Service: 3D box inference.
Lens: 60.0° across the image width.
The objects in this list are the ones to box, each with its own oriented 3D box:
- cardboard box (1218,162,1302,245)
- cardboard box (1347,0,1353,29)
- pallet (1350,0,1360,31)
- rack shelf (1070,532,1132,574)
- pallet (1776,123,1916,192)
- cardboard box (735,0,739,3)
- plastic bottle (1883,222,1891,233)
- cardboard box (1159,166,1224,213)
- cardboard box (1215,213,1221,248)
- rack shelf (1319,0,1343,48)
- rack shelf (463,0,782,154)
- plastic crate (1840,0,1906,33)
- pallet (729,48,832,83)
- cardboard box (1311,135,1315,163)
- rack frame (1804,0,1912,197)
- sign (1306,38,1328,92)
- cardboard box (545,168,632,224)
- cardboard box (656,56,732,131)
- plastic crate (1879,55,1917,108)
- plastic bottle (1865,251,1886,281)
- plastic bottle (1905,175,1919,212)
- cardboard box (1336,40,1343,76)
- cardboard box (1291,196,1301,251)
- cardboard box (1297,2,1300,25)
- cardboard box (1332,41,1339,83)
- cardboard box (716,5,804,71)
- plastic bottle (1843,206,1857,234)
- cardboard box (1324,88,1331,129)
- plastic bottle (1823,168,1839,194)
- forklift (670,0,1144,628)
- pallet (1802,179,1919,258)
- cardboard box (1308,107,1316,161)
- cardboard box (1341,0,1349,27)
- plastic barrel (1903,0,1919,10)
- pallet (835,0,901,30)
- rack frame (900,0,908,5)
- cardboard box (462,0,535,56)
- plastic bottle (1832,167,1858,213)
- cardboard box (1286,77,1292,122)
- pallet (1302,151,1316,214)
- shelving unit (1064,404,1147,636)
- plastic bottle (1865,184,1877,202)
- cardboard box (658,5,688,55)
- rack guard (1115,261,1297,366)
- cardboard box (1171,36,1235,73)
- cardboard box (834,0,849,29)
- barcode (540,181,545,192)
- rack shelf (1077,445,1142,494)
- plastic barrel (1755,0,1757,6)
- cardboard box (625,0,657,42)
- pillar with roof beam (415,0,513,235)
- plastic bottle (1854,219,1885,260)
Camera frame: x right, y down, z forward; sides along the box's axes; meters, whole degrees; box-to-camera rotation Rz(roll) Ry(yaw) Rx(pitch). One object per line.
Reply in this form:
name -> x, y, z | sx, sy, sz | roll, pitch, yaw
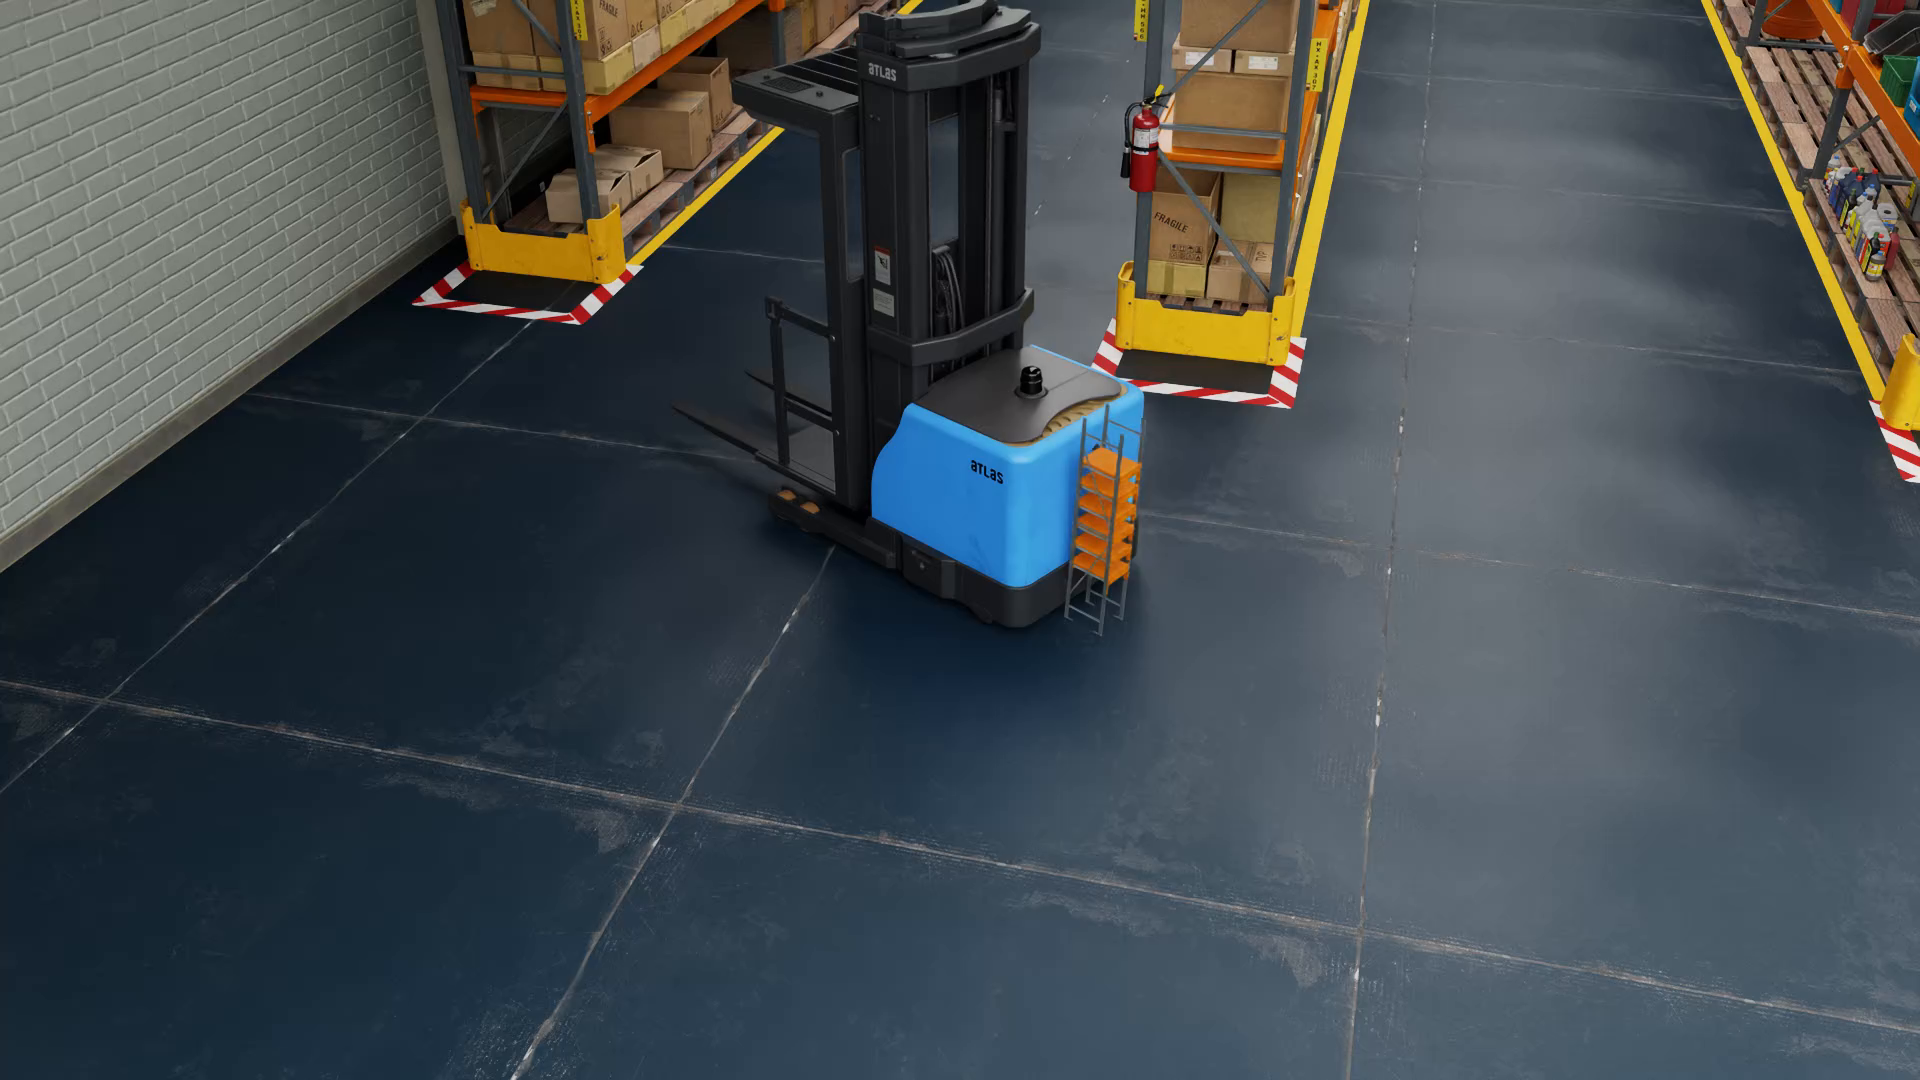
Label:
cardboard box -> 2.141, -2.449, 11.848 | 0.500, 0.500, 0.500 | 8, 33, 12
cardboard box -> 3.797, -5.470, 17.299 | 0.500, 0.250, 0.500 | 9, 33, 14
pallet -> 3.920, -5.965, 18.505 | 1.003, 0.211, 1.213 | 8, 33, 12
rack shelf -> 0.713, 0.051, 8.415 | 0.258, 0.103, 0.180 | 27, 41, 31
pallet -> 7.631, -3.243, 14.224 | 1.003, 0.211, 1.213 | 8, 33, 12
cardboard box -> -2.075, -4.756, 14.127 | 0.500, 0.250, 0.500 | 8, 33, 13
plastic bottle -> 6.788, -2.241, 12.247 | 0.097, 0.201, 0.097 | 0, 32, 0
cardboard box -> 1.752, -2.781, 12.370 | 0.500, 0.500, 0.500 | 8, 33, 12
cardboard box -> 1.630, -2.204, 12.162 | 0.500, 0.250, 0.500 | 8, 33, 12
rack shelf -> 3.187, -5.418, 15.716 | 1.077, 0.370, 4.000 | 8, 33, 12
rack shelf -> -2.621, -4.014, 13.509 | 1.077, 0.370, 4.000 | 8, 33, 12
plastic crate -> 7.296, -4.327, 13.271 | 0.402, 0.464, 0.583 | 8, 33, 12
pallet -> -1.917, -4.583, 16.333 | 1.003, 0.211, 1.213 | 8, 33, 12
cardboard box -> 2.637, -3.172, 13.684 | 0.500, 0.250, 0.500 | 8, 33, 12
rack frame -> 7.470, -4.007, 12.827 | 1.000, 3.000, 0.127 | 8, 33, 12
sign -> 2.200, -2.928, 10.248 | 0.100, 0.325, 0.005 | 8, 33, 12
cardboard box -> -2.866, -2.678, 12.832 | 0.500, 0.311, 0.500 | 4, 33, 7
cardboard box -> -2.338, -3.943, 14.645 | 0.500, 0.500, 0.500 | 6, 33, 9
plastic crate -> 6.852, -3.252, 11.836 | 0.450, 0.188, 0.662 | 8, 33, 12
plastic bottle -> 6.497, -1.949, 11.788 | 0.097, 0.201, 0.097 | 0, 32, 0
plastic bottle -> 7.445, -2.721, 12.863 | 0.144, 0.351, 0.185 | 8, 33, 12
cardboard box -> 3.411, -4.674, 16.047 | 0.500, 0.250, 0.500 | 9, 33, 13
cardboard box -> 2.266, -2.392, 12.458 | 0.500, 0.250, 0.500 | 8, 33, 12
cardboard box -> 1.937, -3.739, 11.103 | 0.700, 0.500, 0.500 | 7, 33, 11
cardboard box -> 3.157, -4.376, 15.057 | 0.500, 0.311, 0.500 | 8, 33, 12
cardboard box -> -1.942, -4.871, 16.106 | 0.700, 0.500, 0.500 | 9, 34, 14
plastic bottle -> 6.721, -2.408, 12.509 | 0.097, 0.201, 0.097 | 0, 32, 0
cardboard box -> 3.021, -3.876, 14.792 | 0.500, 0.250, 0.500 | 7, 33, 11
plastic bottle -> 6.939, -2.853, 13.210 | 0.097, 0.201, 0.097 | 0, 32, 0
forklift -> -0.454, -1.465, 8.893 | 3.031, 2.935, 1.130 | 27, 41, 35
pallet -> 7.259, -2.487, 13.036 | 1.003, 0.211, 1.213 | 8, 33, 12
cardboard box -> 2.512, -3.228, 13.075 | 0.500, 0.500, 0.500 | 8, 33, 12
cardboard box -> 3.543, -5.175, 16.313 | 0.500, 0.311, 0.500 | 8, 33, 12
plastic barrel -> 7.924, -4.531, 13.524 | 0.433, 0.535, 0.433 | 0, 32, 0
pallet -> -1.298, -5.849, 18.324 | 1.003, 0.211, 1.213 | 8, 33, 12
rack frame -> -1.098, -7.432, 18.214 | 1.000, 3.000, 0.127 | 8, 33, 12
cardboard box -> -3.214, -3.815, 11.947 | 0.500, 0.500, 0.500 | 8, 33, 12
plastic bottle -> 6.863, -2.712, 12.850 | 0.144, 0.351, 0.185 | 9, 34, 14
cardboard box -> 1.924, -3.163, 11.407 | 0.700, 0.500, 0.500 | 9, 34, 14
pallet -> 2.437, -3.100, 13.999 | 1.003, 0.211, 1.213 | 8, 33, 12
shelving unit -> 0.719, -0.085, 8.322 | 0.258, 1.200, 0.189 | 27, 41, 31
plastic bottle -> 6.943, -2.587, 12.727 | 0.097, 0.271, 0.097 | 0, 32, 0
cardboard box -> -2.444, -3.970, 12.890 | 0.500, 0.250, 0.500 | 8, 33, 12
rack guard -> 1.658, -1.540, 11.277 | 1.175, 0.500, 0.348 | 8, 33, 12
cardboard box -> 1.577, -3.148, 10.778 | 0.380, 0.149, 0.250 | 7, 33, 12
cardboard box -> -1.572, -5.668, 17.360 | 0.700, 0.500, 0.500 | 8, 33, 12
barcode -> -3.248, -2.746, 12.930 | 0.001, 0.075, 0.075 | 8, 33, 12
rack shelf -> 0.732, -0.345, 8.143 | 0.258, 0.103, 0.180 | 27, 41, 31
plastic barrel -> 8.649, -5.771, 17.530 | 0.421, 0.512, 0.421 | 0, 32, 0
cardboard box -> -2.581, -4.004, 12.244 | 0.500, 0.500, 0.500 | 8, 33, 13
pillar with roof beam -> 0.377, -5.707, 9.909 | 9.100, 9.000, 0.400 | 8, 33, 12
plastic bottle -> 6.622, -2.179, 12.081 | 0.152, 0.276, 0.135 | 7, 33, 11
